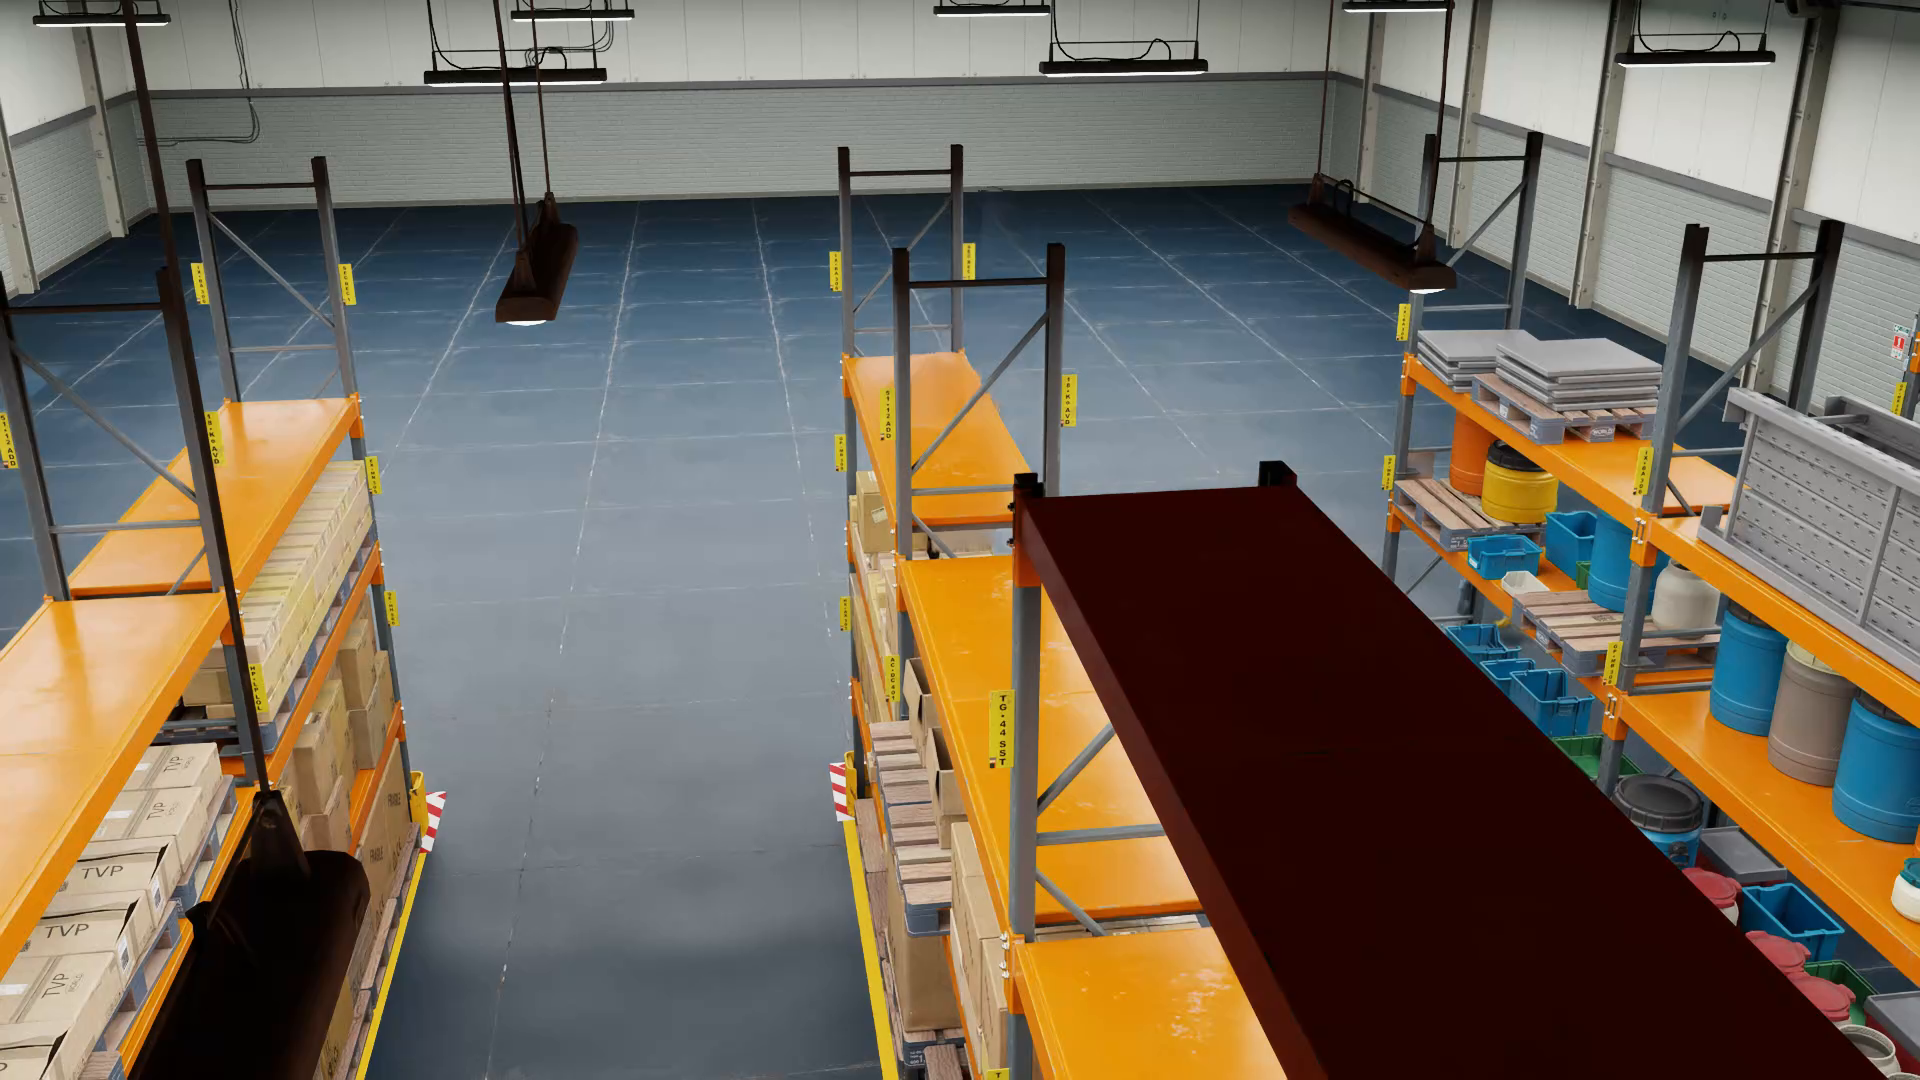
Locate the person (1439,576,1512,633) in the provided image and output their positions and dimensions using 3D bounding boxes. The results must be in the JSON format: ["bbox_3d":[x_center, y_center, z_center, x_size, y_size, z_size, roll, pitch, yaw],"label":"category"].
[{"bbox_3d":[5.924,0.217,18.680,0.872,1.800,0.644,6,22,15],"label":"person"}]
